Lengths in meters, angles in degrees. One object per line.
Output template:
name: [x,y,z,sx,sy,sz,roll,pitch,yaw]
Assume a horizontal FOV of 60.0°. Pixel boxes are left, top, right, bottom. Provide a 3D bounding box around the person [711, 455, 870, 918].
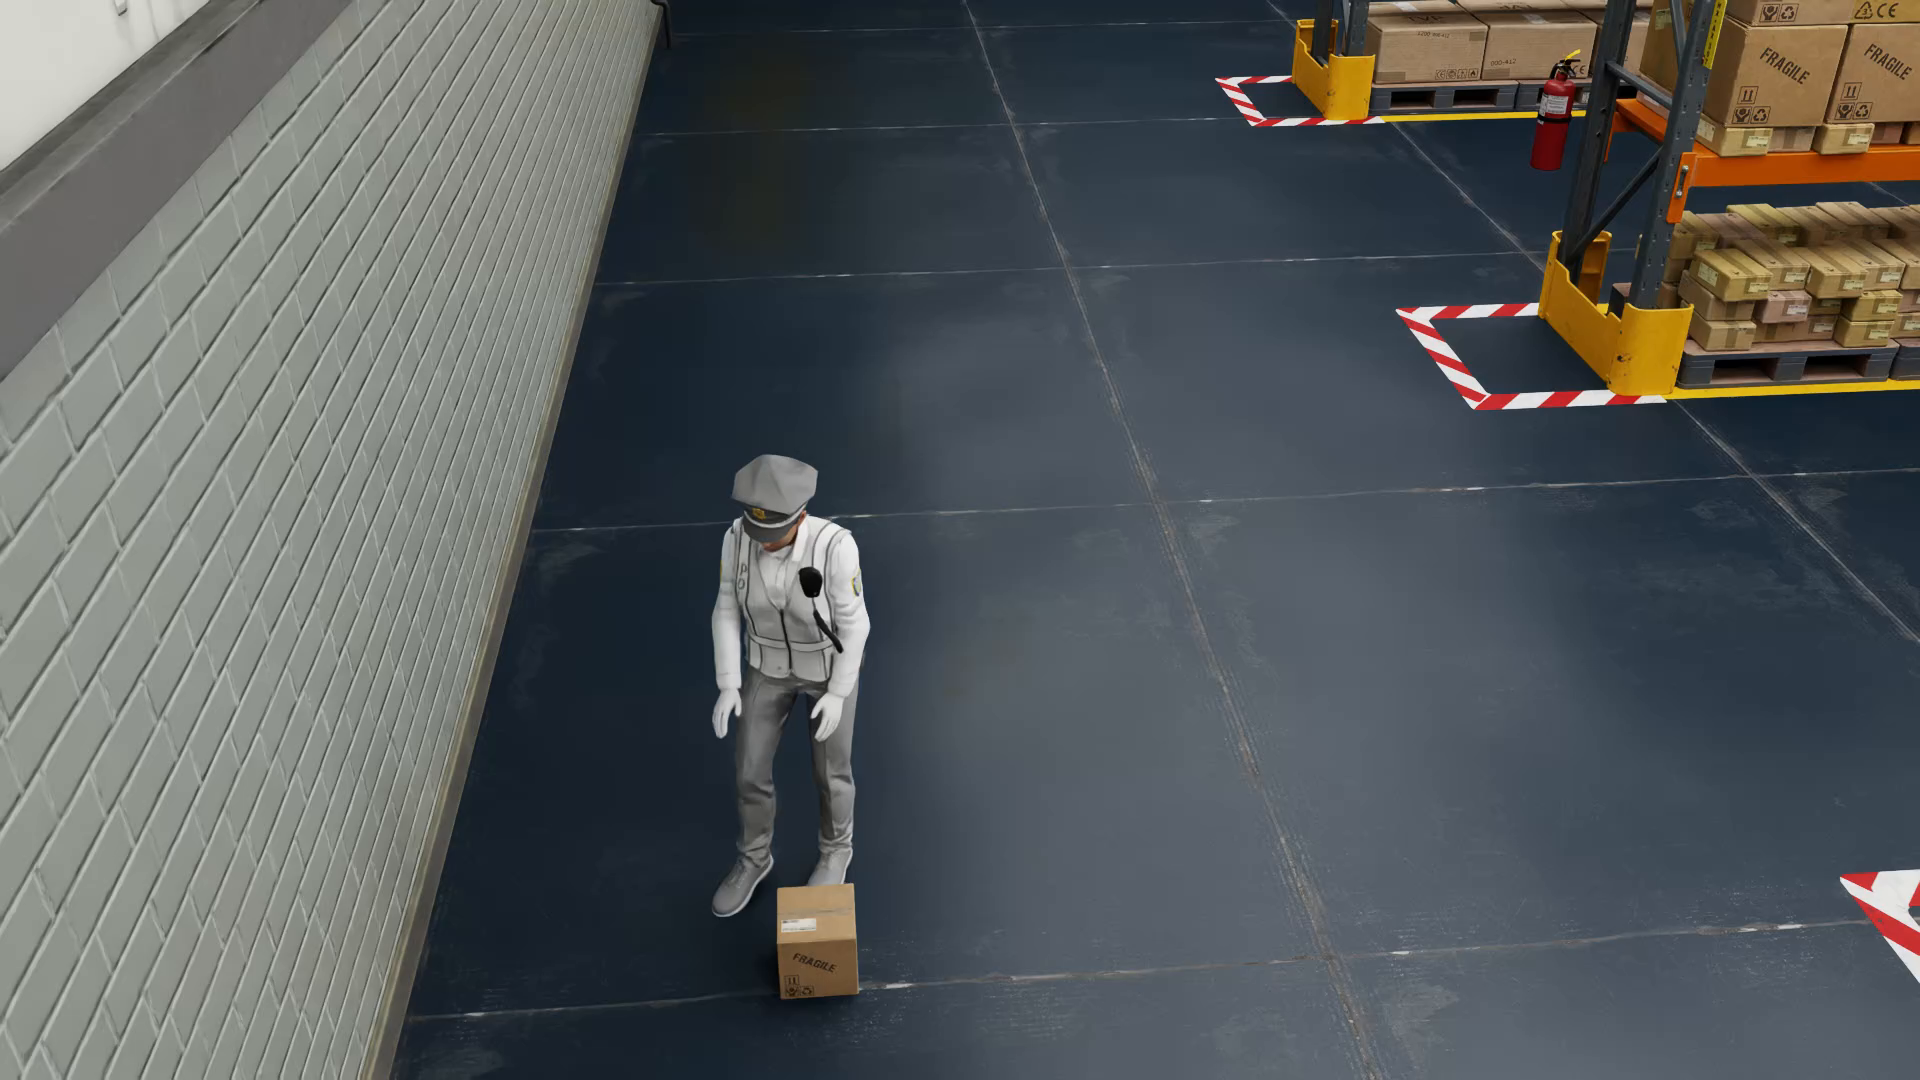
person: [-0.556,0.484,5.336,0.540,1.684,0.502,6,32,9]
